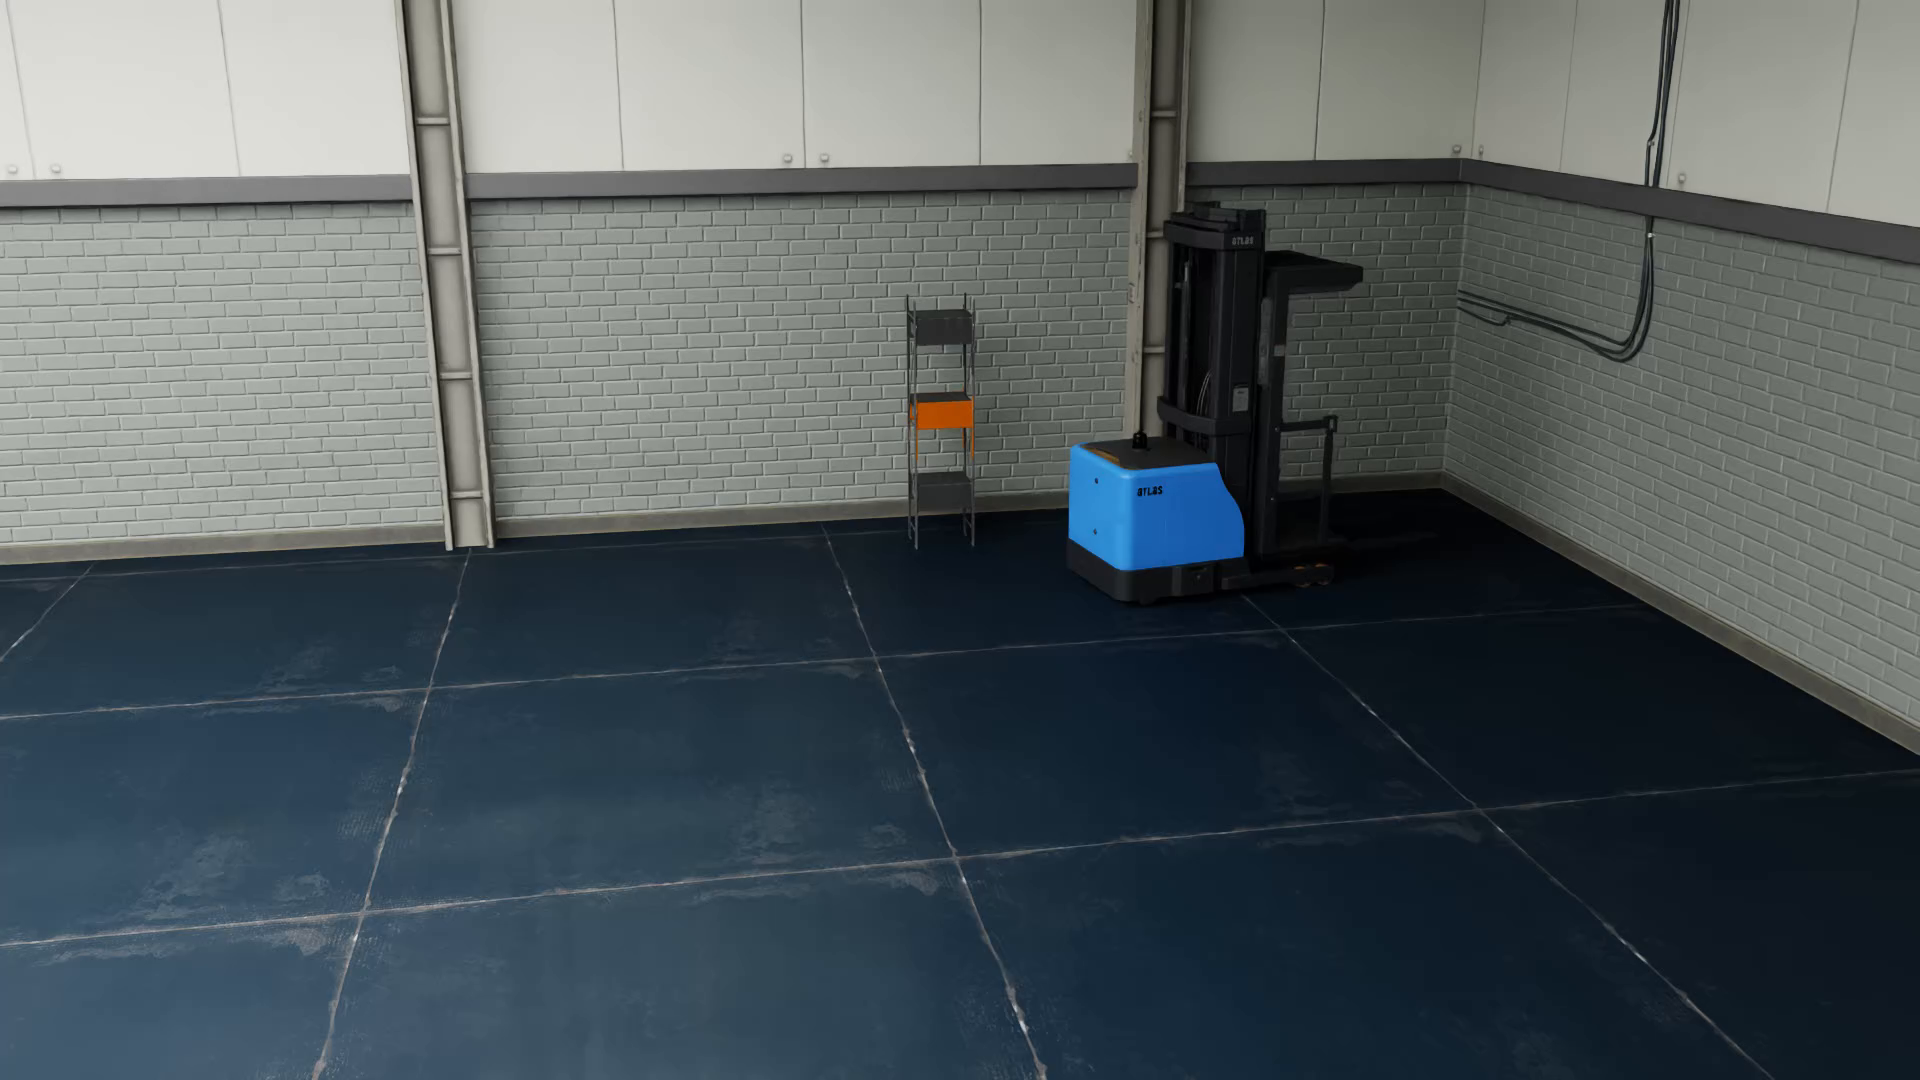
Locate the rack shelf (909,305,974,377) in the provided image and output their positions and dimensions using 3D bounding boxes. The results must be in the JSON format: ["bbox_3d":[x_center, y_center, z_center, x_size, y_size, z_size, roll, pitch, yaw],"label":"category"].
[{"bbox_3d":[-0.162,-1.651,13.772,0.480,0.518,0.431,-3,17,-10],"label":"rack shelf"}]

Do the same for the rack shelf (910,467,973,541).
[{"bbox_3d":[-0.163,-0.312,14.183,0.480,0.518,0.431,-3,17,-10],"label":"rack shelf"}]

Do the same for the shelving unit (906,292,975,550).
[{"bbox_3d":[-0.162,-0.995,13.973,0.503,2.100,0.431,-3,17,-10],"label":"shelving unit"}]

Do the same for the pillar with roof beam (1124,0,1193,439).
[{"bbox_3d":[2.538,-3.363,9.933,0.400,9.000,9.100,-3,17,-10],"label":"pillar with roof beam"}]

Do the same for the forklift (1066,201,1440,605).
[{"bbox_3d":[2.424,-1.163,13.105,3.031,2.935,1.130,-7,18,-20],"label":"forklift"}]

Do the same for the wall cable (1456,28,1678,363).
[{"bbox_3d":[4.864,-2.902,13.722,0.112,2.526,3.097,-3,17,-10],"label":"wall cable"}]

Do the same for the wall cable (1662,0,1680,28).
[{"bbox_3d":[5.378,-4.536,10.442,0.112,2.526,3.097,-3,17,-10],"label":"wall cable"}]

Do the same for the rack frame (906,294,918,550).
[{"bbox_3d":[-0.402,-0.981,13.929,0.015,2.100,0.400,-3,17,-10],"label":"rack frame"}]

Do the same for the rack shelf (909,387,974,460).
[{"bbox_3d":[-0.162,-0.981,13.977,0.480,0.518,0.431,-3,17,-10],"label":"rack shelf"}]

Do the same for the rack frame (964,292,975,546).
[{"bbox_3d":[0.077,-1.008,14.018,0.015,2.100,0.400,-3,17,-10],"label":"rack frame"}]

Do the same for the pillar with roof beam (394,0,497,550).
[{"bbox_3d":[-3.353,-3.028,8.845,0.400,9.000,9.100,-3,17,-10],"label":"pillar with roof beam"}]
